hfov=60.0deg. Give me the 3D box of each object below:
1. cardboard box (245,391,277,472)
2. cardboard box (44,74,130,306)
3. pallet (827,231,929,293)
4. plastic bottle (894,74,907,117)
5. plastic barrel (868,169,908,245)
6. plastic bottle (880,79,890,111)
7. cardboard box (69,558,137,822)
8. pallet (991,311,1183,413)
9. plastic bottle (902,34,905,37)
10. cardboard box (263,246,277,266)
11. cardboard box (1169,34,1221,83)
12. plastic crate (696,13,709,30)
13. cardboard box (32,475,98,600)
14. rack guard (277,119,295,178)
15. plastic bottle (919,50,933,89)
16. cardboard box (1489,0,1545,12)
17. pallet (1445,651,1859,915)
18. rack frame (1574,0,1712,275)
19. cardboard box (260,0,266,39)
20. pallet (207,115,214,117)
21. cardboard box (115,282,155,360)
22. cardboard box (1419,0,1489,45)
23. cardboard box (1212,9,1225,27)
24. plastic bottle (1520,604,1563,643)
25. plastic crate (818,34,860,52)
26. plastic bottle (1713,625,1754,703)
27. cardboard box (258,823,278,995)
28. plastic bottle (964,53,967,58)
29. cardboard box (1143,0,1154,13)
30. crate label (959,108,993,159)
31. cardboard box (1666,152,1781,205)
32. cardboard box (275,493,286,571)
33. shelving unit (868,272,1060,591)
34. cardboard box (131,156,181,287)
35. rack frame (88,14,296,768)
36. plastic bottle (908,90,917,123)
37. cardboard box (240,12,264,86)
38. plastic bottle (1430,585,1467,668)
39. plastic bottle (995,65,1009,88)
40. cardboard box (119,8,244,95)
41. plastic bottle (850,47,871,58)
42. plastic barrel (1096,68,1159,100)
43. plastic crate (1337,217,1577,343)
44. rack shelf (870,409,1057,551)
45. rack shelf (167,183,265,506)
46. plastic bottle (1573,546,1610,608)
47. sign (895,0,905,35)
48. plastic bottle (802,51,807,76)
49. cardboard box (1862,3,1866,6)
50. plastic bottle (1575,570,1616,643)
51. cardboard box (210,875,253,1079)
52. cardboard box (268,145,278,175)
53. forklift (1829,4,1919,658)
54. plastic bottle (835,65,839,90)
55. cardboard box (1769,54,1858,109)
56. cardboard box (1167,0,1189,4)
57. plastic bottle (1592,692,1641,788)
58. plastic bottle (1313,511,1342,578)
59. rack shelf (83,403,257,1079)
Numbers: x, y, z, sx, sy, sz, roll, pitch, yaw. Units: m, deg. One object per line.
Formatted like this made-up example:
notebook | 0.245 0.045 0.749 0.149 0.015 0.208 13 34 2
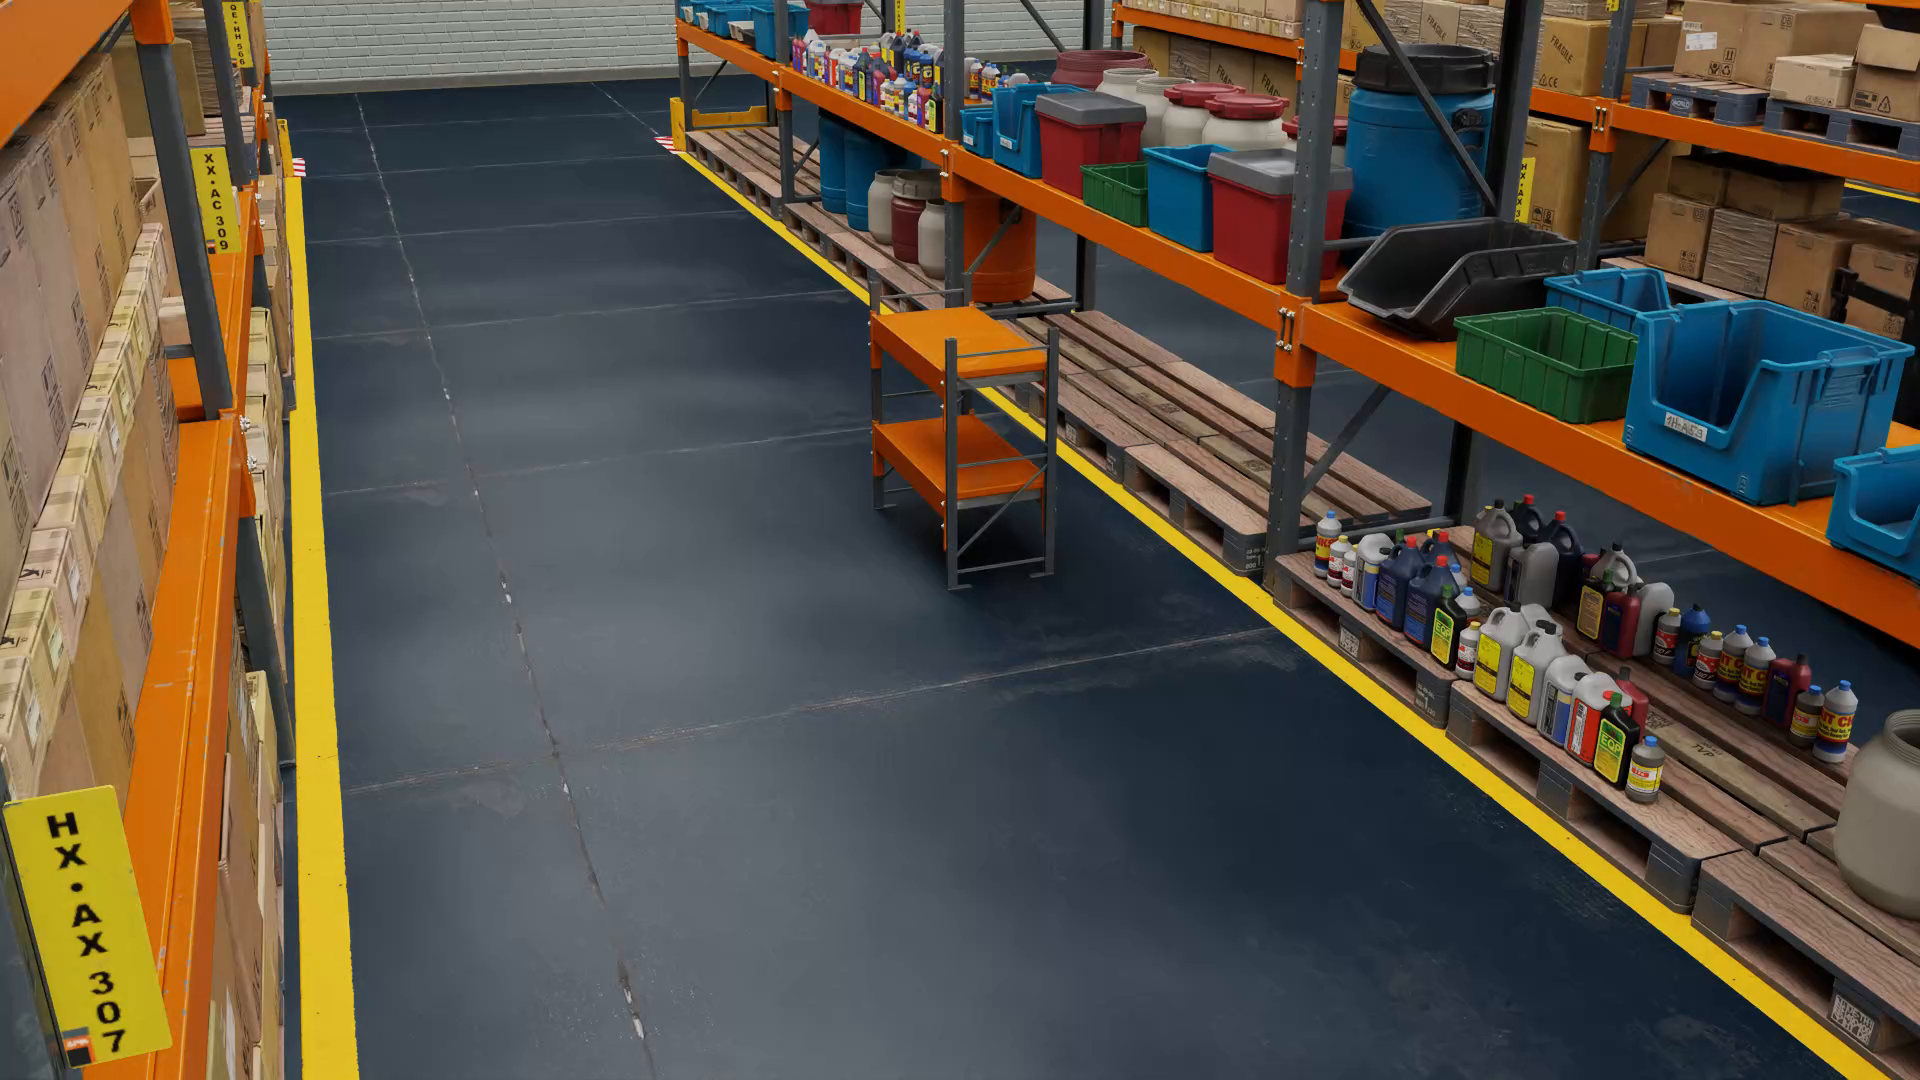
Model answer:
cardboard box | -3.288 -0.469 7.278 0.500 0.311 0.500 -8 24 -18
cardboard box | -2.488 -0.841 4.085 0.700 0.500 0.500 -8 24 -19
pallet | -0.353 -2.111 12.487 1.003 0.211 1.213 -8 24 -19
plastic bottle | -0.393 -2.972 11.104 0.097 0.271 0.097 0 23 0
plastic barrel | -0.479 -2.499 12.478 0.421 0.512 0.421 0 23 0
plastic bottle | -0.496 -3.046 11.370 0.097 0.201 0.097 0 23 0
cardboard box | -1.930 0.323 2.992 0.700 0.500 0.500 -8 24 -19
pallet | 0.629 -1.101 10.090 1.003 0.211 1.213 -8 24 -19
plastic bottle | -0.455 -3.896 13.281 0.061 0.283 0.133 -8 24 -19
cardboard box | -4.327 -1.439 9.955 0.500 0.500 0.500 -9 25 -21
cardboard box | 2.822 -4.921 17.759 0.875 0.875 0.875 -8 24 -19
plastic crate | -2.380 -4.976 15.957 0.250 0.136 0.298 -8 24 -19
cardboard box | -1.721 0.020 2.876 0.380 0.149 0.250 -9 25 -21
rack guard | -7.043 -3.722 15.937 1.175 0.500 0.348 -8 24 -19
plastic bottle | -0.253 -3.495 12.346 0.097 0.271 0.097 0 23 0
cardboard box | 4.555 -4.366 12.826 0.797 0.503 0.637 -8 24 -18
pallet | 2.438 0.759 5.677 1.003 0.211 1.213 -8 24 -19
rack frame | 5.025 -3.352 11.842 1.000 3.000 0.127 -8 24 -19
cardboard box | -6.657 -4.822 15.200 0.500 0.500 0.500 -8 24 -17
pallet | -5.476 -3.054 11.381 1.003 0.211 1.213 -8 24 -19
cardboard box | -2.260 -0.536 4.197 0.380 0.149 0.250 -8 24 -19
cardboard box | 4.083 -4.099 13.484 0.500 0.500 0.500 -8 24 -18
cardboard box | 2.744 -5.223 16.603 0.380 0.149 0.250 -9 24 -20
plastic bottle | 2.048 0.377 5.934 0.152 0.276 0.135 -8 24 -19
plastic crate | -1.052 -4.221 14.165 0.396 0.136 0.243 -8 24 -19
plastic bottle | 2.712 0.426 5.823 0.097 0.271 0.097 0 23 0
cardboard box | -2.104 1.034 4.435 0.500 0.250 0.500 -8 24 -19
plastic bottle | -0.001 -3.414 12.052 0.144 0.351 0.185 -8 24 -19
cardboard box | 2.199 -5.783 17.932 0.380 0.149 0.250 -9 24 -20
crate label | 0.190 -2.391 9.777 0.303 0.233 0.416 -8 24 -19
cardboard box | 5.290 -2.509 11.528 0.500 0.250 0.500 -7 24 -17
cardboard box | -3.106 -0.022 6.939 0.500 0.250 0.500 -9 25 -21
shelving unit | -0.002 -0.521 7.537 0.538 1.125 1.048 -8 24 -19
cardboard box | -3.450 -1.242 6.706 0.500 0.500 0.500 -8 24 -19
rack frame | -2.831 -0.541 5.172 1.000 3.000 0.127 -8 24 -19
plastic bottle | -0.290 -2.833 10.866 0.097 0.201 0.097 0 23 0
cardboard box | -5.582 -3.717 12.577 0.500 0.500 0.500 -8 24 -18
plastic bottle | 1.788 0.314 6.074 0.061 0.283 0.133 -7 24 -17
plastic bottle | 0.292 -3.127 11.458 0.061 0.283 0.133 -8 24 -19
cardboard box | -4.975 -3.054 10.464 0.700 0.500 0.500 -15 27 -32
plastic bottle | -0.745 -3.533 12.430 0.152 0.276 0.135 -8 24 -19
plastic barrel | 0.955 -2.380 9.390 0.421 0.512 0.421 0 23 0
plastic crate | 1.871 -0.983 6.300 0.767 0.338 0.504 -8 24 -19
rack shelf | -0.002 -0.295 7.632 0.538 0.278 1.000 -8 24 -19
rack shelf | -3.537 -0.936 7.036 1.077 0.370 4.000 -8 24 -19
plastic bottle | 2.466 0.147 6.469 0.061 0.283 0.133 -7 24 -15
sign | -0.506 -4.329 13.801 0.100 0.325 0.005 -8 24 -19
plastic bottle | -1.186 -3.755 13.053 0.097 0.201 0.097 0 23 0
cardboard box | 8.463 -4.847 15.171 0.380 0.149 0.250 -9 24 -20
plastic bottle | 2.397 0.235 6.262 0.061 0.283 0.133 -8 24 -19
cardboard box | -1.766 1.054 3.422 0.500 0.500 0.500 -8 24 -19
cardboard box | -6.340 -3.324 14.748 0.500 0.250 0.500 -8 24 -19
forklift | 4.209 -1.138 6.675 1.130 2.935 3.031 -3 23 -6
plastic bottle | -0.872 -3.432 12.286 0.097 0.201 0.097 0 23 0
cardboard box | 5.402 -2.836 10.269 0.500 0.250 0.500 -9 24 -20
cardboard box | 2.480 -5.745 17.328 0.500 0.250 0.500 -9 25 -21
plastic bottle | 2.101 0.636 5.310 0.061 0.283 0.133 -8 24 -18
plastic bottle | 1.507 0.011 6.808 0.097 0.271 0.097 0 23 0
rack shelf | -2.124 0.517 3.587 1.077 0.370 4.000 -8 24 -19
